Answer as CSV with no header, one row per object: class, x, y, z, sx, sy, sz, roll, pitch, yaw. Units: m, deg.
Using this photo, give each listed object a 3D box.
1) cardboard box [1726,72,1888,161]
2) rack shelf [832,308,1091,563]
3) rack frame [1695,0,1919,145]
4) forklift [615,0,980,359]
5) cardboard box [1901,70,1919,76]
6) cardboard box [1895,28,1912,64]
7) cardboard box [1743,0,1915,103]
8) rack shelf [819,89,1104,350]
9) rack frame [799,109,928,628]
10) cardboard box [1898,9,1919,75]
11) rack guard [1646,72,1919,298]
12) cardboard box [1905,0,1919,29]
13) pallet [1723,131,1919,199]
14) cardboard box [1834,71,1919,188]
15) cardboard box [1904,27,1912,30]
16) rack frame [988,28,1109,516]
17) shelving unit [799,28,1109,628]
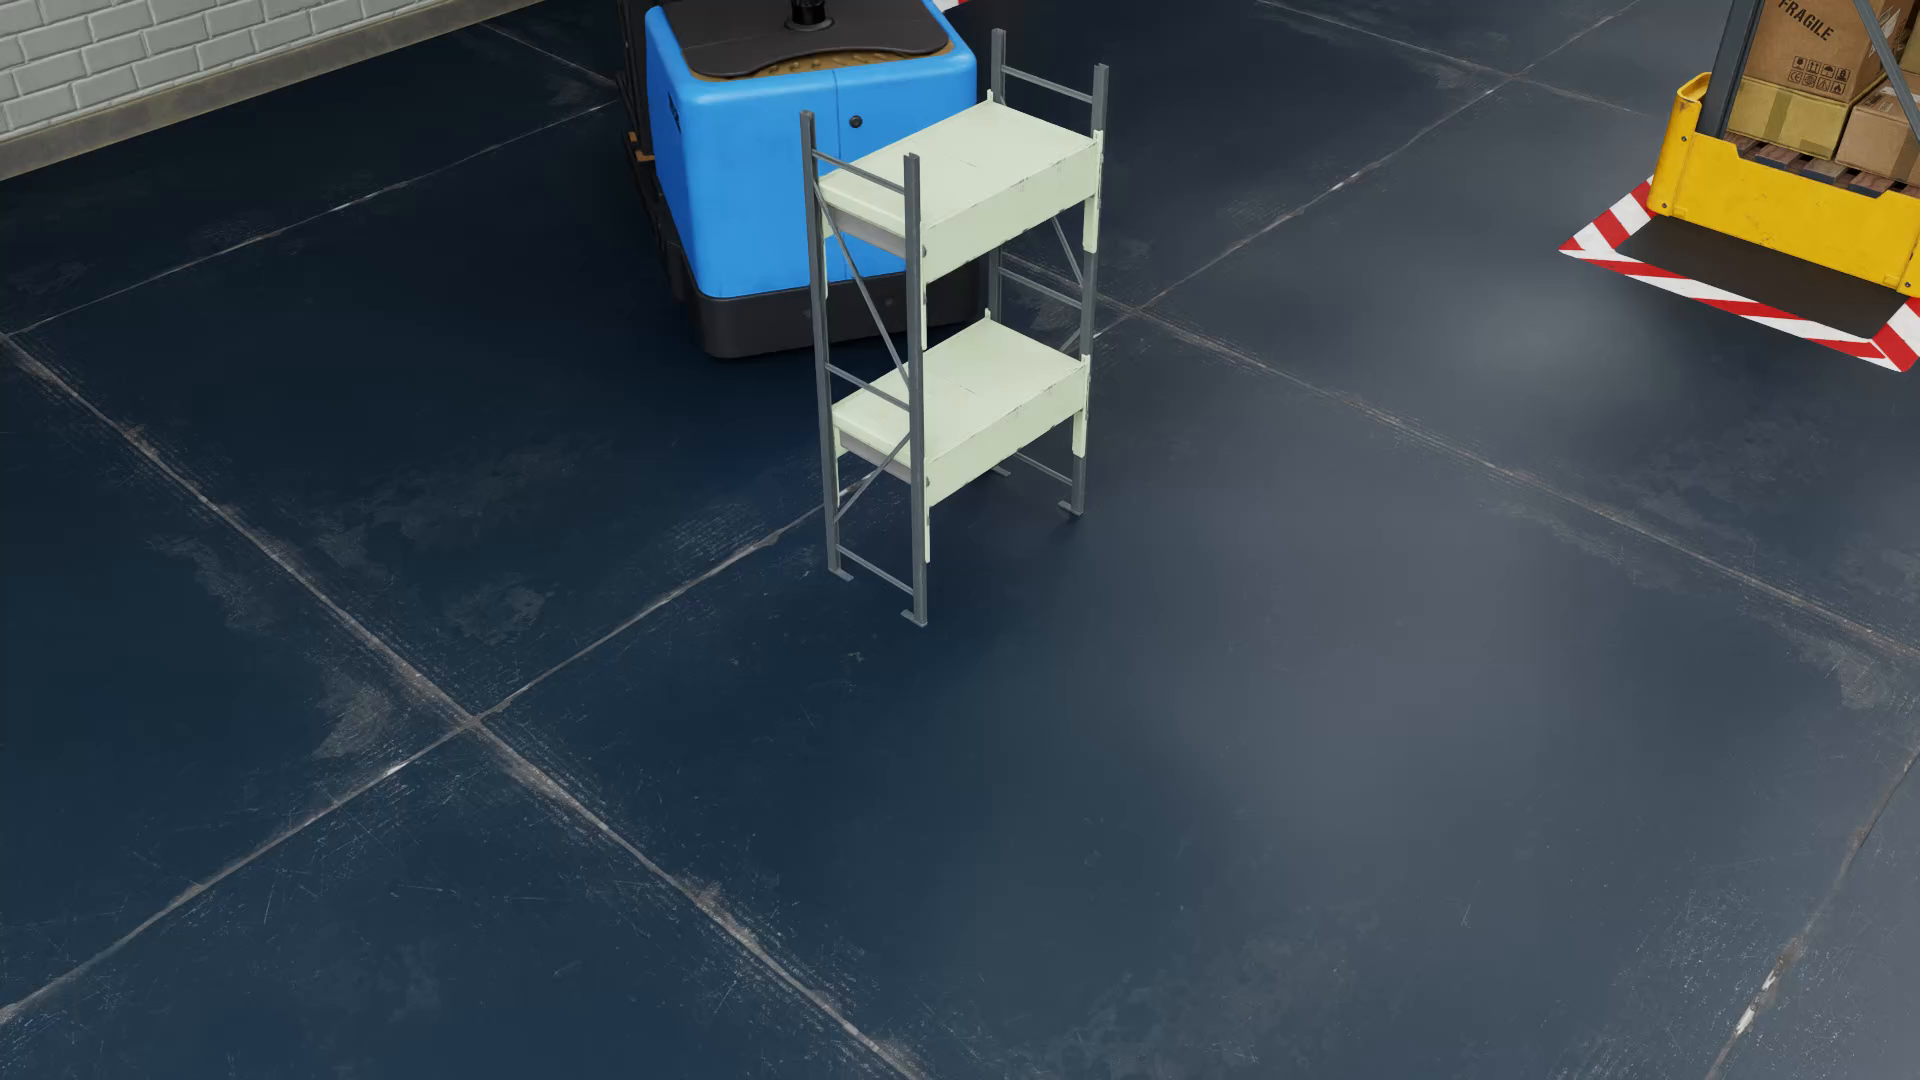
cardboard box,3.578,-1.882,7.079,0.500,0.250,0.500,30,47,32
rack shelf,-0.004,-0.329,4.982,0.431,0.370,0.720,30,47,32
rack frame,3.434,-2.424,5.888,1.000,3.000,0.127,30,47,32
forklift,-0.846,-2.719,6.315,1.130,2.935,3.031,-11,40,-13
cardboard box,4.295,-1.896,7.096,0.500,0.250,0.500,30,47,32
cardboard box,3.906,-2.117,7.374,0.500,0.250,0.500,30,47,32
cardboard box,3.576,-2.177,6.846,0.500,0.500,0.500,30,47,32
rack shelf,-0.004,-0.889,4.536,0.431,0.370,0.720,30,47,32
rack frame,-0.251,-0.416,4.568,0.400,1.500,0.023,30,47,32
cardboard box,4.296,-2.189,6.862,0.500,0.500,0.500,30,47,32
rack guard,3.418,-1.434,6.652,1.175,0.500,0.348,30,47,32
cardboard box,4.240,-2.642,7.432,0.500,0.500,0.500,30,47,32
pallet,3.919,-1.701,7.220,1.003,0.211,1.213,30,47,32
cardboard box,3.960,-1.665,6.805,0.500,0.250,0.500,30,47,32
cardboard box,4.242,-2.347,7.664,0.500,0.250,0.500,30,47,32
rack frame,0.242,-0.752,4.991,0.400,1.500,0.023,30,47,32
shelving unit,-0.004,-0.584,4.779,0.431,1.500,0.755,30,47,32
